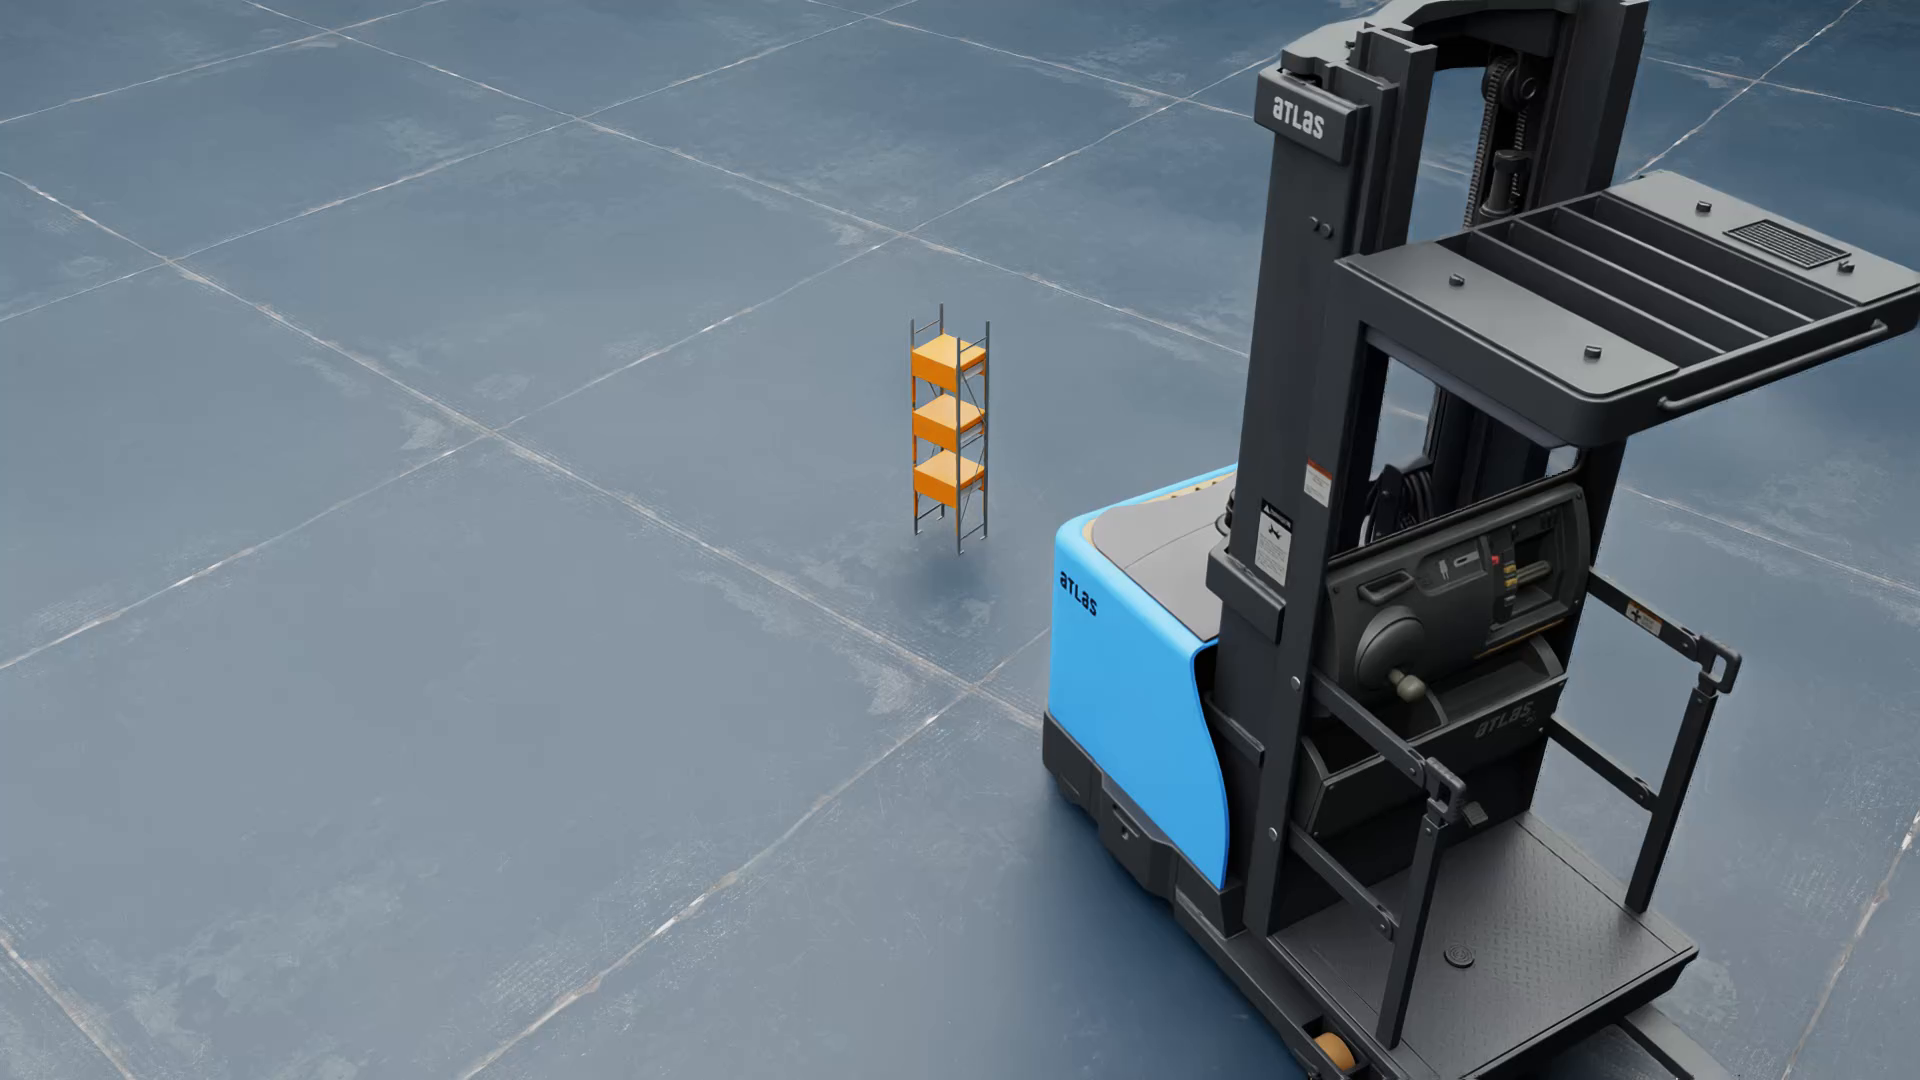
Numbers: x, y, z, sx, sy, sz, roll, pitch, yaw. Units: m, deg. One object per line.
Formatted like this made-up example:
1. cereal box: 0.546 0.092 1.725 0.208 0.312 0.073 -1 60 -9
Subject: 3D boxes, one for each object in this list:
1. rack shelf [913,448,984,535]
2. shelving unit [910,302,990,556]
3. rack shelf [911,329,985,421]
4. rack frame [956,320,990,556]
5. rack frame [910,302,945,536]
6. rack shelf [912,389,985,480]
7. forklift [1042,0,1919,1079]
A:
1. rack shelf: -0.041 -0.214 7.144 0.240 0.259 0.215 25 42 32
2. shelving unit: -0.041 -0.452 6.981 0.252 1.050 0.215 25 42 32
3. rack shelf: -0.041 -0.677 6.826 0.240 0.259 0.215 25 42 32
4. rack frame: 0.053 -0.408 6.917 0.008 1.050 0.200 25 42 32
5. rack frame: -0.135 -0.496 7.045 0.008 1.050 0.200 25 42 32
6. rack shelf: -0.041 -0.443 6.987 0.240 0.259 0.215 25 42 32
7. forklift: 1.472 0.205 4.363 1.130 2.935 3.031 -18 38 -25
